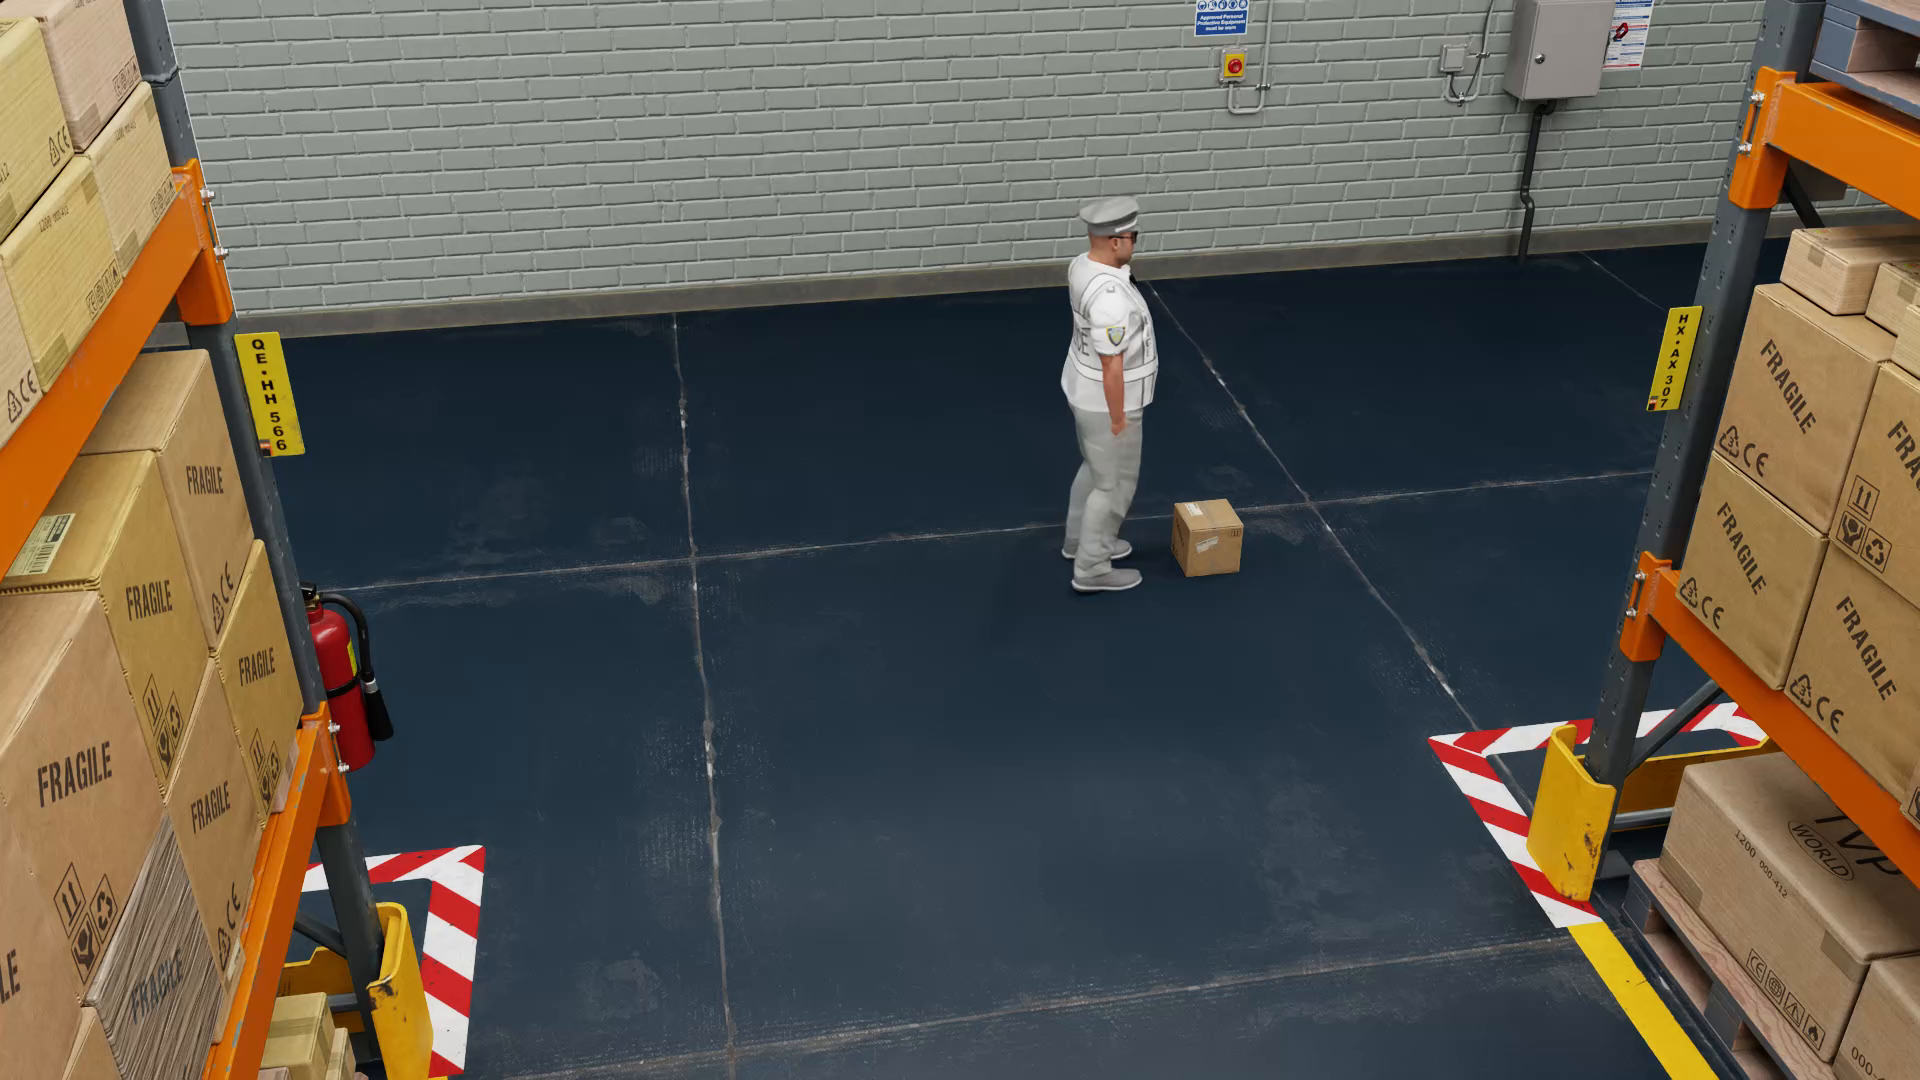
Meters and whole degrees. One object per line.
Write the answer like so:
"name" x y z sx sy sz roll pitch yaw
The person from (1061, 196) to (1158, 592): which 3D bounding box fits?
"person" 0.642 -0.623 7.191 0.393 1.756 0.528 -5 31 -8
